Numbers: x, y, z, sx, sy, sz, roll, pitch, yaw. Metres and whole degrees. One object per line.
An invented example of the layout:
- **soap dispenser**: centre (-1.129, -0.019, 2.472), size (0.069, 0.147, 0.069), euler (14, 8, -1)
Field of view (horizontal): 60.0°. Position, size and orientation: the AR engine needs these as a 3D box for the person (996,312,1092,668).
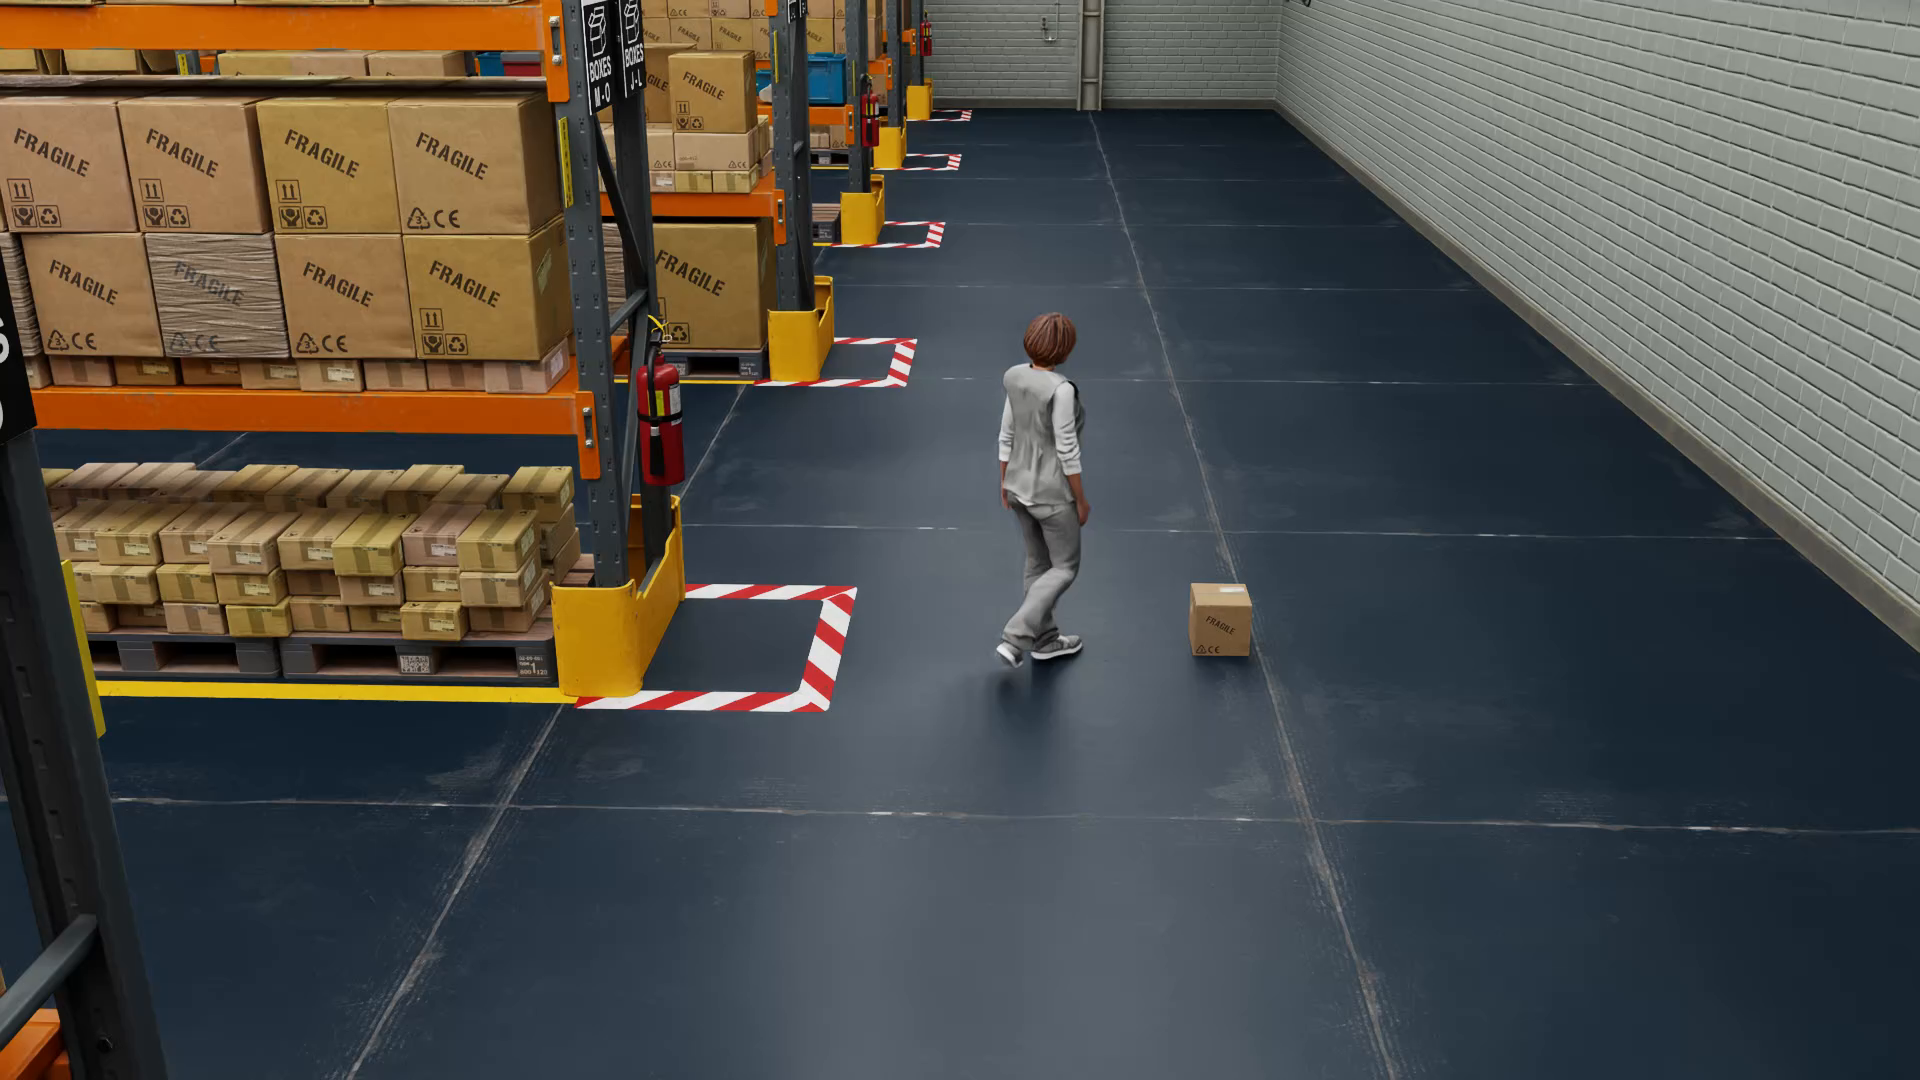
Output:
- **person**: centre (0.332, -0.190, 7.071), size (0.575, 1.595, 0.443), euler (-15, 26, -34)
